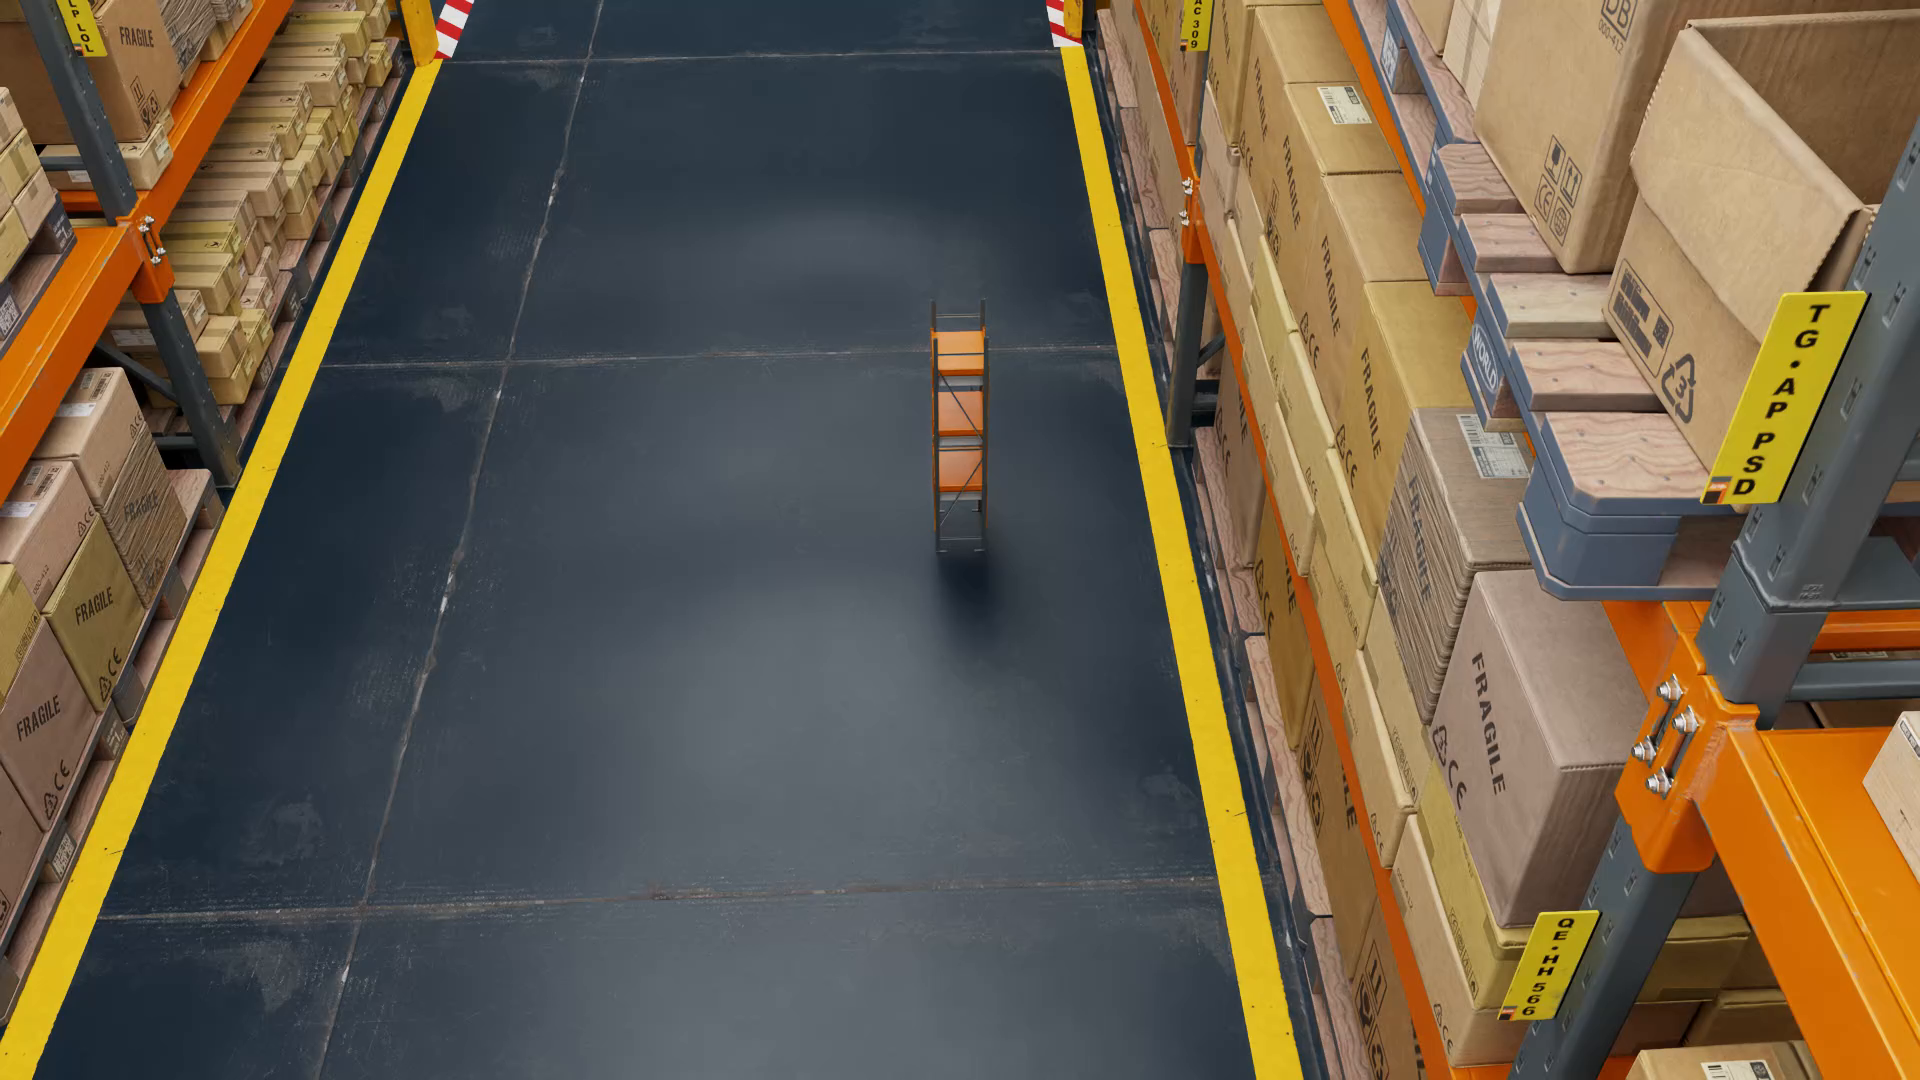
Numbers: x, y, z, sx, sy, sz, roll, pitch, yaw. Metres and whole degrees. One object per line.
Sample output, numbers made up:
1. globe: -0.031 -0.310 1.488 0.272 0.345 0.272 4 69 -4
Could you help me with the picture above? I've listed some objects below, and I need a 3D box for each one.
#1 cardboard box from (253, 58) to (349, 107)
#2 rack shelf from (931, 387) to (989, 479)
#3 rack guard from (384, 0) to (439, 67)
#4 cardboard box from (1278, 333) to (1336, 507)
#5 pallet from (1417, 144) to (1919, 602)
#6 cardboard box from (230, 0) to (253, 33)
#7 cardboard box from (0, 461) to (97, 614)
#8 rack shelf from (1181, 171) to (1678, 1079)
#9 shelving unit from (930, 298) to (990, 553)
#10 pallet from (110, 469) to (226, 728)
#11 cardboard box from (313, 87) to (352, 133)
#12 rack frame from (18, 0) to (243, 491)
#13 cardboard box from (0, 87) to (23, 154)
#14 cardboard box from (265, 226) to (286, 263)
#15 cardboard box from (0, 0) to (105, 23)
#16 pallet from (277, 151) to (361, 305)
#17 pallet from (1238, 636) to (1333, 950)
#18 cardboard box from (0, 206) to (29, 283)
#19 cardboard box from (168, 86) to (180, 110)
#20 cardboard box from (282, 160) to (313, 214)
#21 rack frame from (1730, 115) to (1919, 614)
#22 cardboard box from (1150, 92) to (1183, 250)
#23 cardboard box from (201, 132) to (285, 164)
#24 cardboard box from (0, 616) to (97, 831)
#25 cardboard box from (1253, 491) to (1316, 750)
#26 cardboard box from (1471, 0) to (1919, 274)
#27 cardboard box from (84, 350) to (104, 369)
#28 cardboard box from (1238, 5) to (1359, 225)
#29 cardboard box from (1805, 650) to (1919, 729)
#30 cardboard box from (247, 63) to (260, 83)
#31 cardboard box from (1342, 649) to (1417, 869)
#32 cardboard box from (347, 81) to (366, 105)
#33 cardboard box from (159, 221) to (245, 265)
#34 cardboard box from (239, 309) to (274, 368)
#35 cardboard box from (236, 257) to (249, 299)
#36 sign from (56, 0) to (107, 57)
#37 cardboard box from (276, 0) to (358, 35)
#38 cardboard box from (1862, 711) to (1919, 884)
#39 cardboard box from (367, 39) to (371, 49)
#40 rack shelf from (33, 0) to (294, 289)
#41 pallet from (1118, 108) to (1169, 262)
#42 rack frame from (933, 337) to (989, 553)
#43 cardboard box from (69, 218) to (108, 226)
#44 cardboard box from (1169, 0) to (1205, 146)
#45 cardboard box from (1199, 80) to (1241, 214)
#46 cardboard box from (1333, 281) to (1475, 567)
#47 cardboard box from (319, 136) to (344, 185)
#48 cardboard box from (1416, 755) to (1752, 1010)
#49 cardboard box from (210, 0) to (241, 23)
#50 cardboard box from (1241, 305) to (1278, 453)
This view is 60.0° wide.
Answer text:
1. cardboard box: -3.333 -2.318 8.418 0.380 0.149 0.250 0 43 0
2. rack shelf: -0.002 -0.415 6.442 0.215 0.259 0.240 -2 43 -2
3. rack guard: -3.712 -3.071 9.731 1.175 0.500 0.348 -2 43 -2
4. cardboard box: 1.202 -0.344 4.646 0.500 0.250 0.500 -3 43 -3
5. pallet: 1.486 -0.323 2.802 1.213 0.211 1.003 0 43 0
6. cardboard box: -3.335 -2.339 7.268 0.380 0.149 0.250 0 43 0
7. cardboard box: -3.252 -0.010 5.526 0.500 0.250 0.500 0 43 0
8. rack shelf: 1.481 0.061 4.995 1.077 0.370 4.000 -2 43 -2
9. shelving unit: -0.002 -0.423 6.435 0.215 1.050 0.252 -2 43 -2
10. pallet: -3.510 0.210 6.365 1.003 0.211 1.213 -2 43 -2
11. cardboard box: -3.349 -2.209 8.519 0.380 0.149 0.250 -1 43 -1
12. rack frame: -3.545 -1.344 5.996 1.000 3.000 0.127 -2 43 -2
13. cardboard box: -3.333 -1.360 5.448 0.380 0.149 0.250 0 43 0
14. cardboard box: -3.420 -1.399 7.855 0.380 0.149 0.250 -3 43 -4
15. cardboard box: -3.321 -2.170 5.864 0.500 0.500 0.500 -1 43 -1
16. pallet: -3.664 -1.594 8.332 1.003 0.211 1.213 -2 43 -2
17. pallet: 1.559 0.818 5.701 1.003 0.211 1.213 -2 43 -2
18. cardboard box: -3.319 -0.968 5.461 0.380 0.149 0.250 -1 43 -2
19. cardboard box: -3.379 -1.802 6.682 0.380 0.149 0.250 -3 43 -4
20. cardboard box: -3.332 -1.684 7.946 0.380 0.149 0.250 -2 43 -2
21. rack frame: 1.566 -1.065 1.252 1.000 3.000 0.127 -2 43 -2
22. cardboard box: 1.438 -1.795 8.074 0.875 0.438 0.875 -3 43 -3
23. cardboard box: -3.422 -1.793 7.845 0.380 0.149 0.250 -3 43 -4
24. cardboard box: -3.223 0.608 5.406 0.500 0.500 0.500 -3 43 -3
25. cardboard box: 1.549 0.100 5.682 0.875 0.875 0.875 -1 43 -1
26. cardboard box: 1.334 -0.814 2.813 0.700 0.500 0.500 -4 43 -4
27. cardboard box: -3.902 -0.702 7.096 0.380 0.149 0.250 -1 43 -1
28. cardboard box: 1.177 -1.311 5.147 0.500 0.500 0.500 -2 43 -2
29. cardboard box: 1.790 0.401 3.279 0.500 0.500 0.500 -3 43 -3
30. cardboard box: -3.895 -2.547 8.888 0.380 0.149 0.250 -1 43 -1
31. cardboard box: 1.248 0.523 4.070 0.500 0.250 0.500 -1 43 -1
32. cardboard box: -3.447 -2.447 8.999 0.380 0.149 0.250 -2 43 -2
33. cardboard box: -3.365 -1.262 7.266 0.380 0.149 0.250 -2 43 -2
34. cardboard box: -3.251 -0.882 7.292 0.380 0.149 0.250 0 43 -1
35. cardboard box: -3.387 -1.143 7.356 0.380 0.149 0.250 -2 43 -2
36. sign: -2.991 -1.789 5.625 0.100 0.325 0.005 -2 43 -2
37. cardboard box: -3.486 -2.846 8.994 0.380 0.149 0.250 -1 43 -1
38. cardboard box: 1.410 0.351 2.113 0.380 0.149 0.250 -2 43 -2
39. cardboard box: -3.450 -2.731 9.089 0.380 0.149 0.250 -3 43 -3
40. rack shelf: -3.630 -2.429 7.712 1.077 0.370 4.000 -2 43 -2
41. pallet: 1.387 -1.867 8.631 1.003 0.211 1.213 -2 43 -2
42. rack frame: 0.003 -0.341 6.345 0.200 1.050 0.008 -2 43 -2
43. cardboard box: -3.821 -1.416 7.434 0.380 0.149 0.250 0 43 0
44. cardboard box: 1.121 -1.897 6.525 0.500 0.500 0.500 -1 43 -1
45. cardboard box: 1.133 -1.378 5.774 0.500 0.250 0.500 -3 43 -3
46. cardboard box: 1.238 -0.282 4.024 0.500 0.500 0.500 -2 43 -2
47. cardboard box: -3.358 -1.925 8.429 0.380 0.149 0.250 -1 43 -1
48. cardboard box: 1.292 0.698 3.510 0.500 0.250 0.500 -2 43 -2
49. cardboard box: -3.328 -2.507 6.971 0.500 0.500 0.500 -2 43 -3
50. cardboard box: 1.181 -0.498 5.185 0.500 0.250 0.500 -2 43 -2
